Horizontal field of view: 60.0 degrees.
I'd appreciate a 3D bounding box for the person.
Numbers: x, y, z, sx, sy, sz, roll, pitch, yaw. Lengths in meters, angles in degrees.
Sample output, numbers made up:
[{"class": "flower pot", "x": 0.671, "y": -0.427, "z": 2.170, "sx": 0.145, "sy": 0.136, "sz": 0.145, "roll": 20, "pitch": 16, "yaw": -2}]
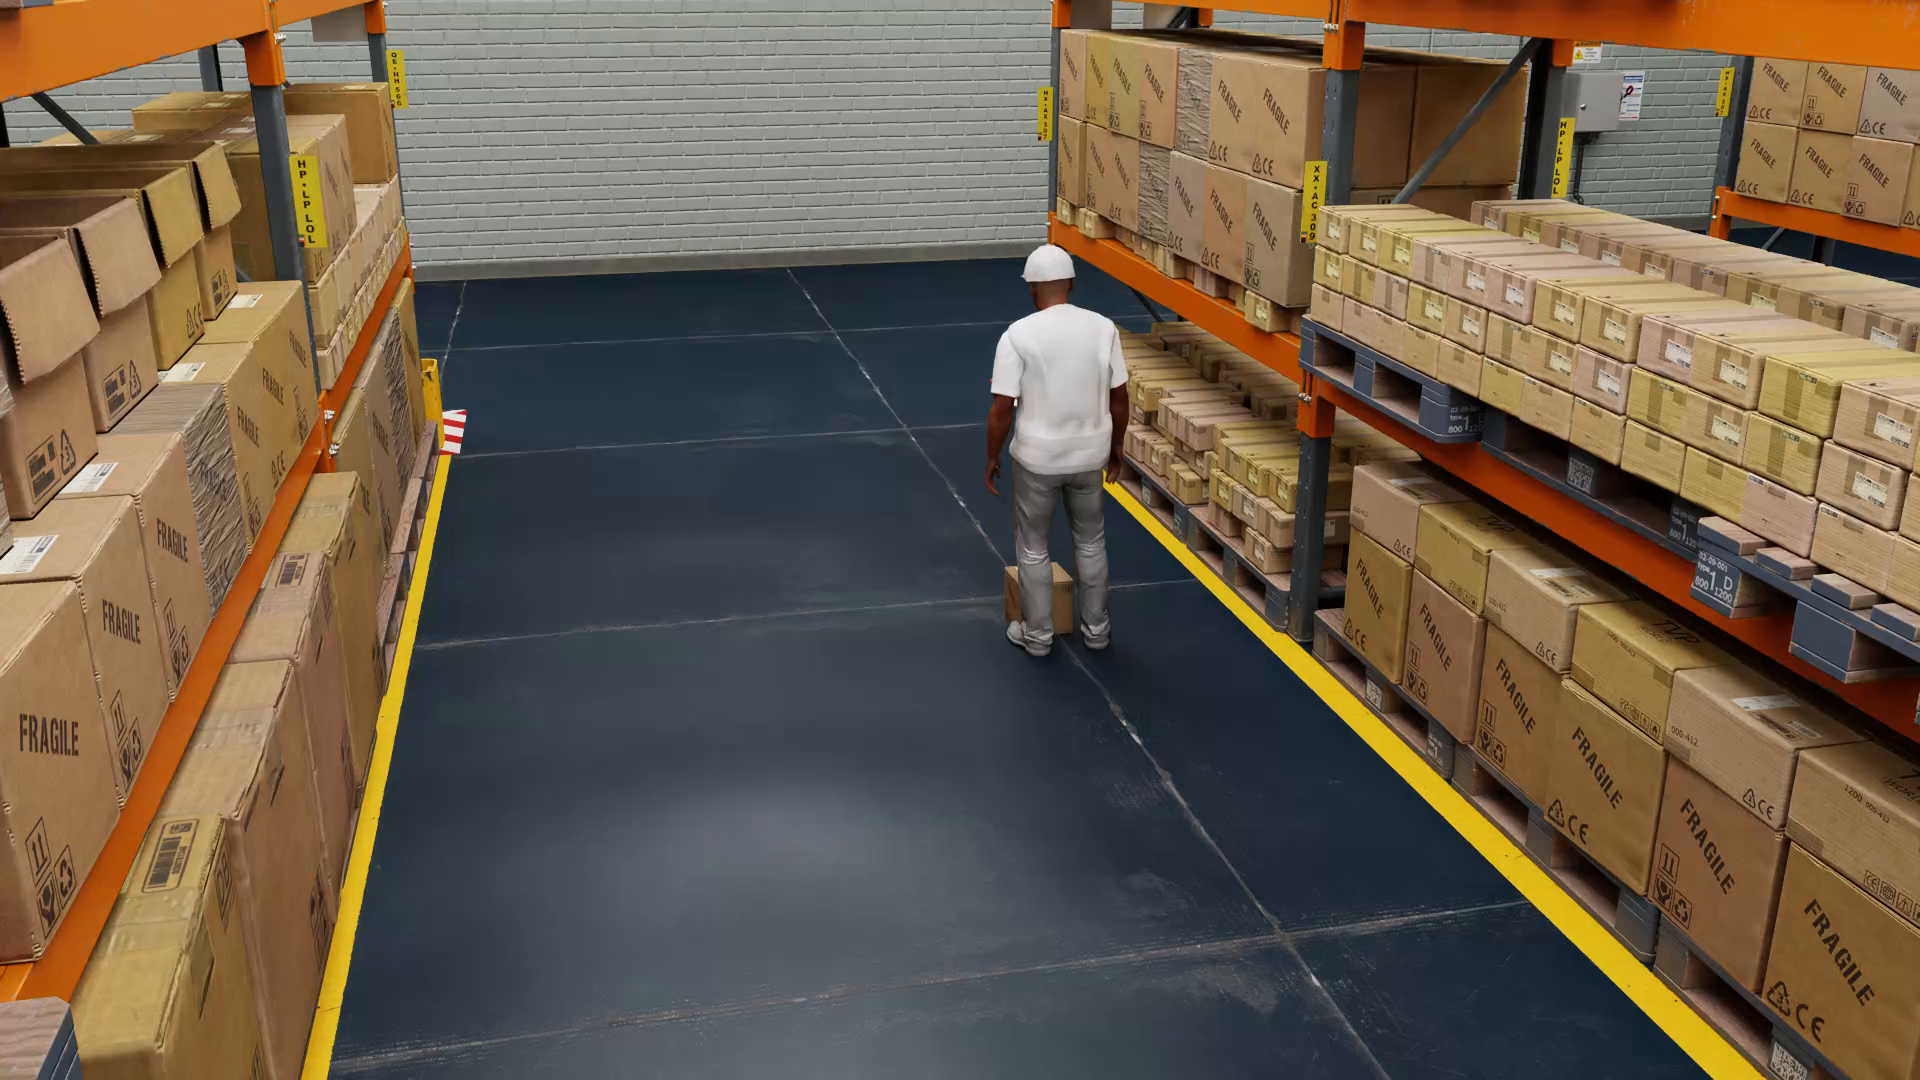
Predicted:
[{"class": "person", "x": 0.409, "y": -0.368, "z": 7.082, "sx": 0.635, "sy": 1.761, "sz": 0.455, "roll": -6, "pitch": 20, "yaw": -15}]
